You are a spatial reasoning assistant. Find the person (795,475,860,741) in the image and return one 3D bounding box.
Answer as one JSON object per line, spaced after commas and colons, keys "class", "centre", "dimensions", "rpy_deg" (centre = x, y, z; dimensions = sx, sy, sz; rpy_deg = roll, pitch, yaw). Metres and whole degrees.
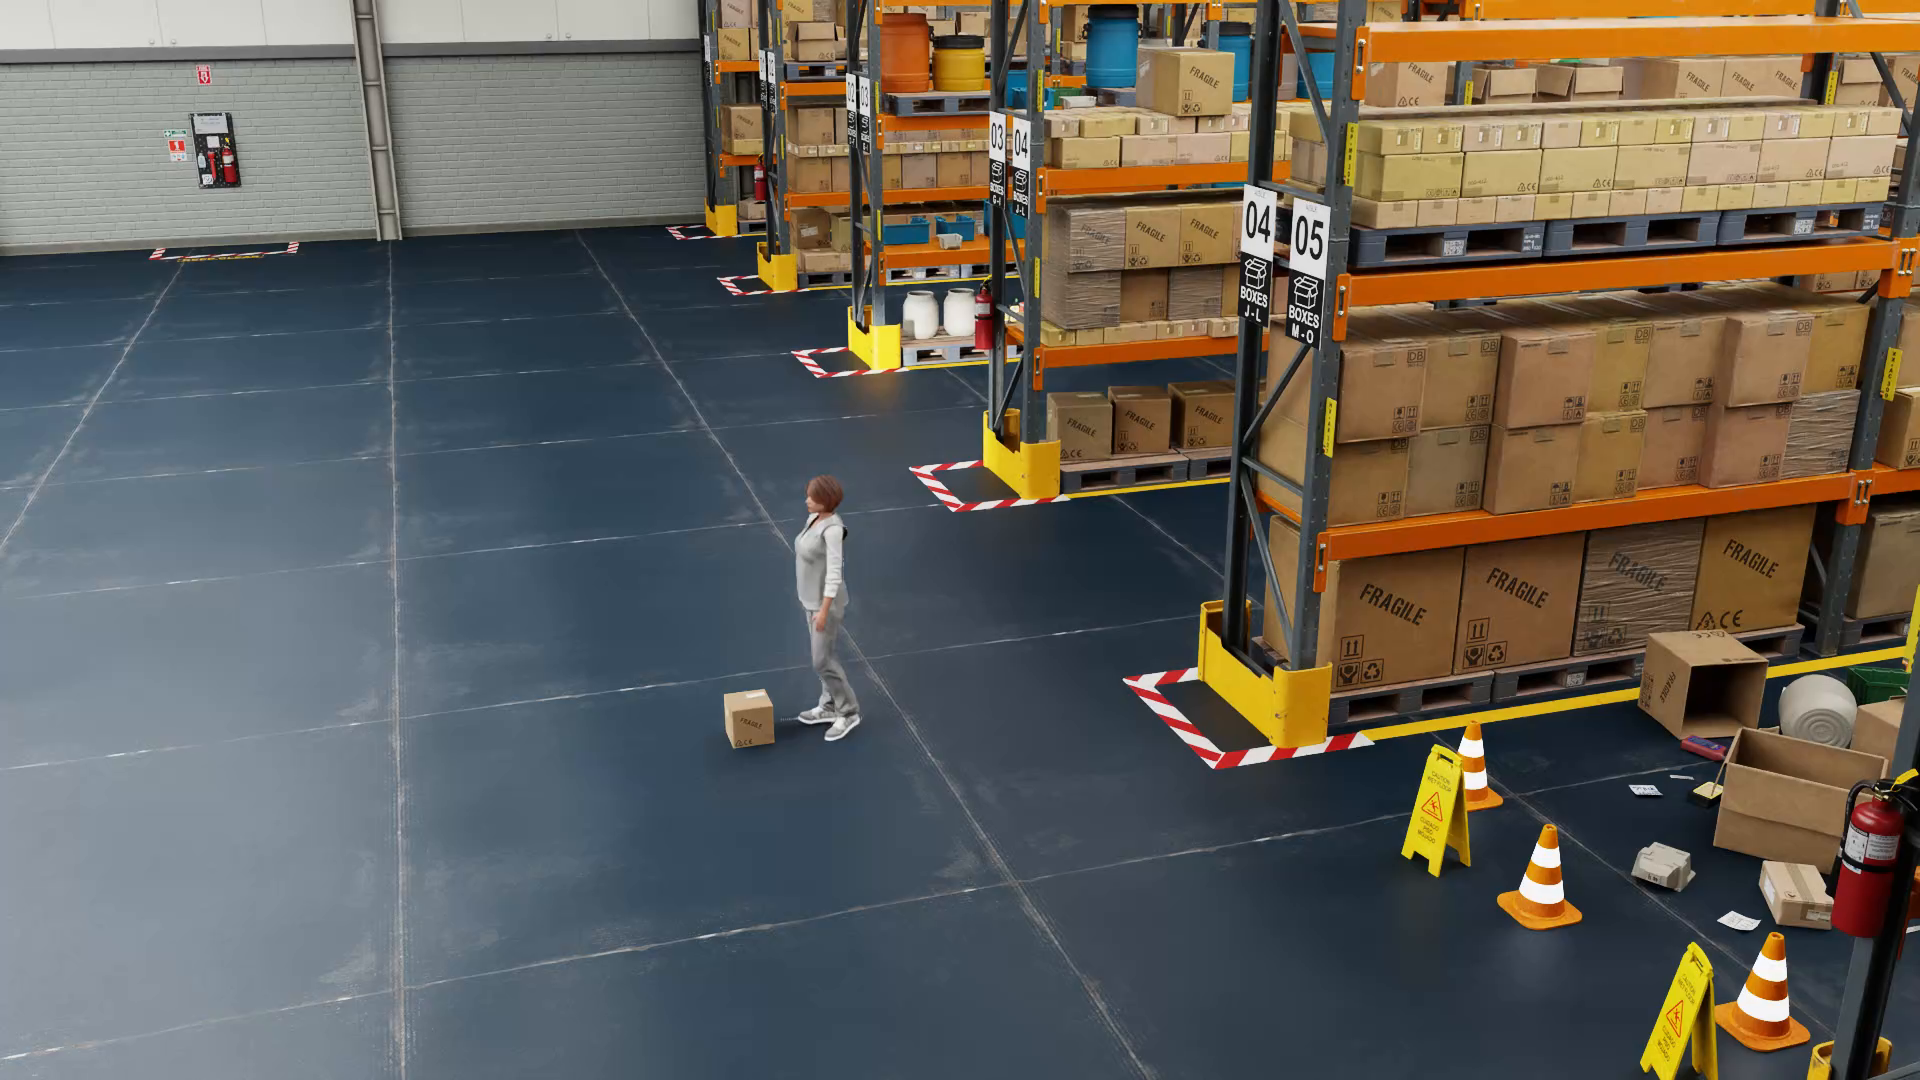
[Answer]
{"class": "person", "centre": [-0.806, 0.389, 9.965], "dimensions": [0.352, 1.594, 0.452], "rpy_deg": [-6, 20, -17]}
